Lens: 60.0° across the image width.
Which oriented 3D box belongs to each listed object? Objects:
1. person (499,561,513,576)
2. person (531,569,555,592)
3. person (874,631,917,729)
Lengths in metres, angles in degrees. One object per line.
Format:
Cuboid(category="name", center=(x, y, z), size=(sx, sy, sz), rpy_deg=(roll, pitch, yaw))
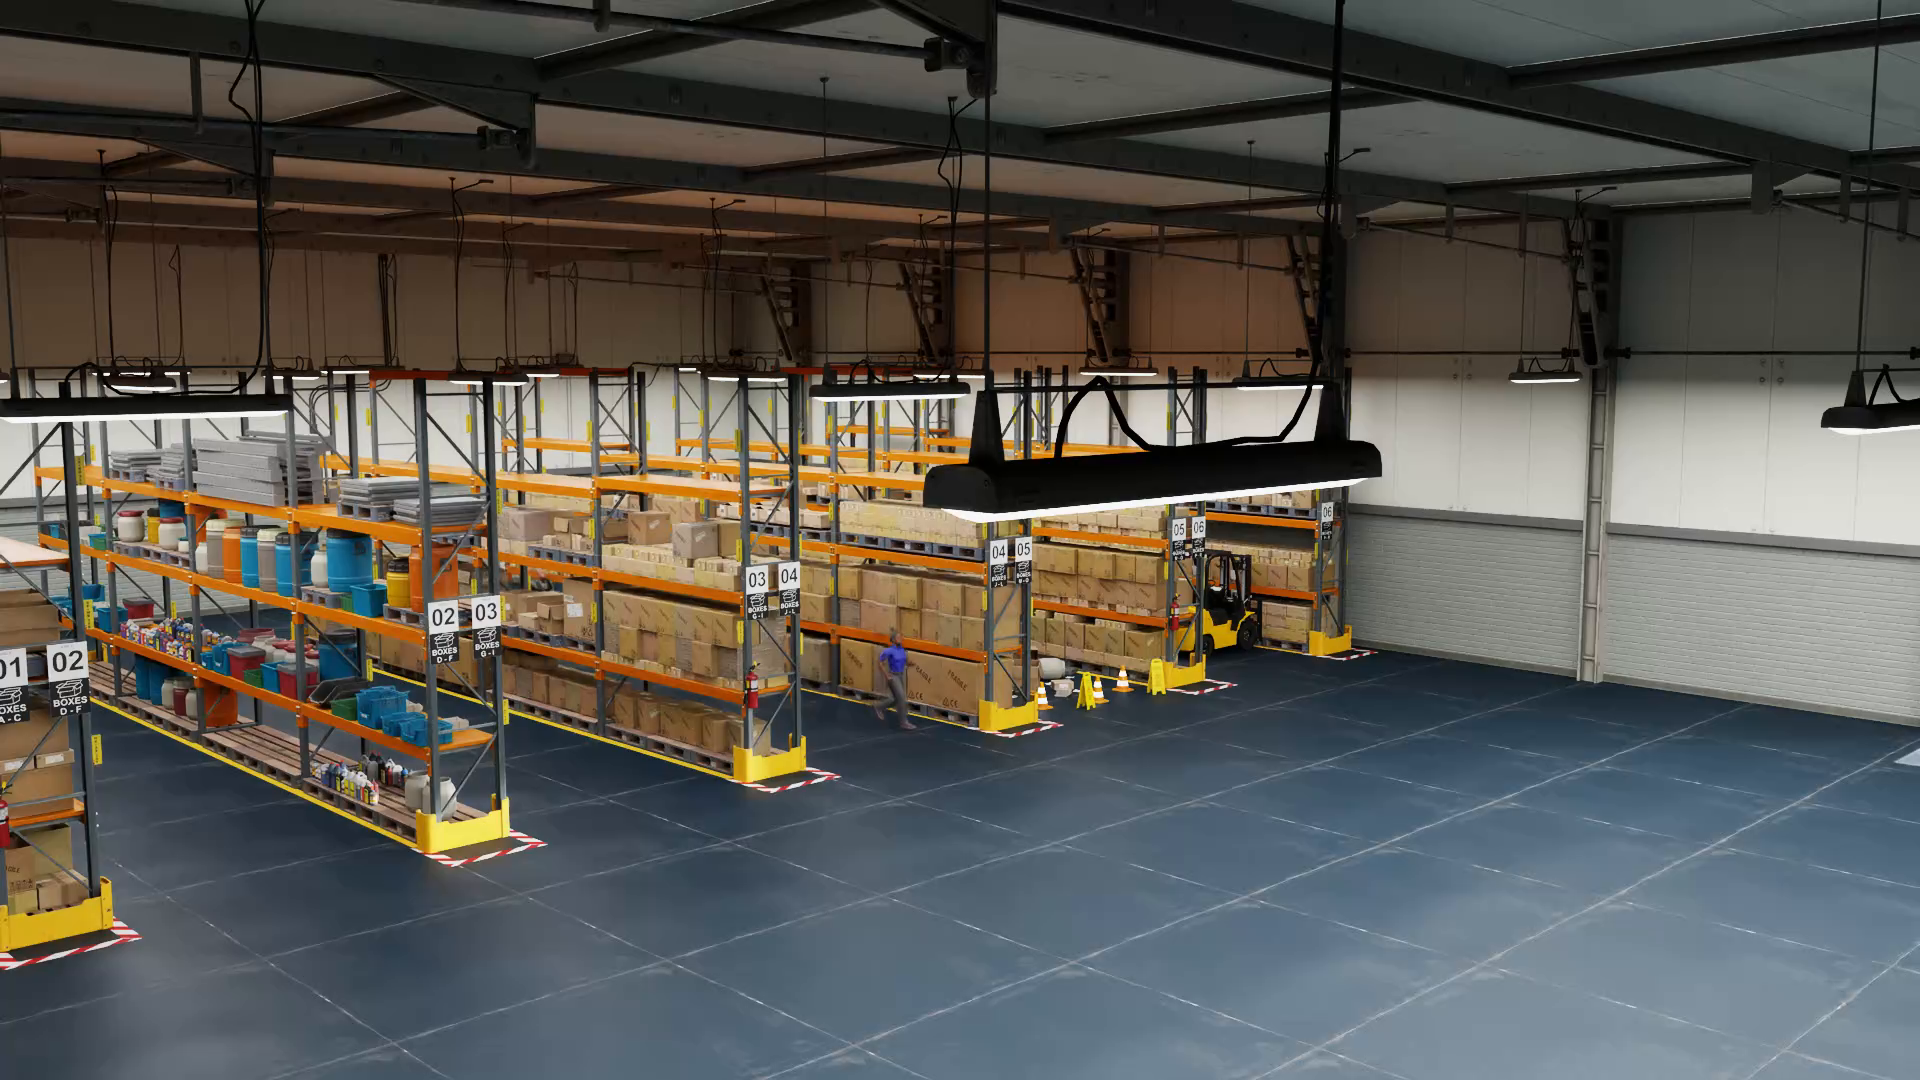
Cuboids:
Cuboid(category="person", center=(-11.181, 0.900, 40.696), size=(0.555, 1.683, 0.719), rpy_deg=(-2, 7, -14))
Cuboid(category="person", center=(-9.034, 1.465, 35.940), size=(1.000, 1.717, 0.636), rpy_deg=(5, 8, 40))
Cuboid(category="person", center=(-1.113, 2.343, 28.025), size=(0.846, 1.635, 0.578), rpy_deg=(4, 7, 30))
